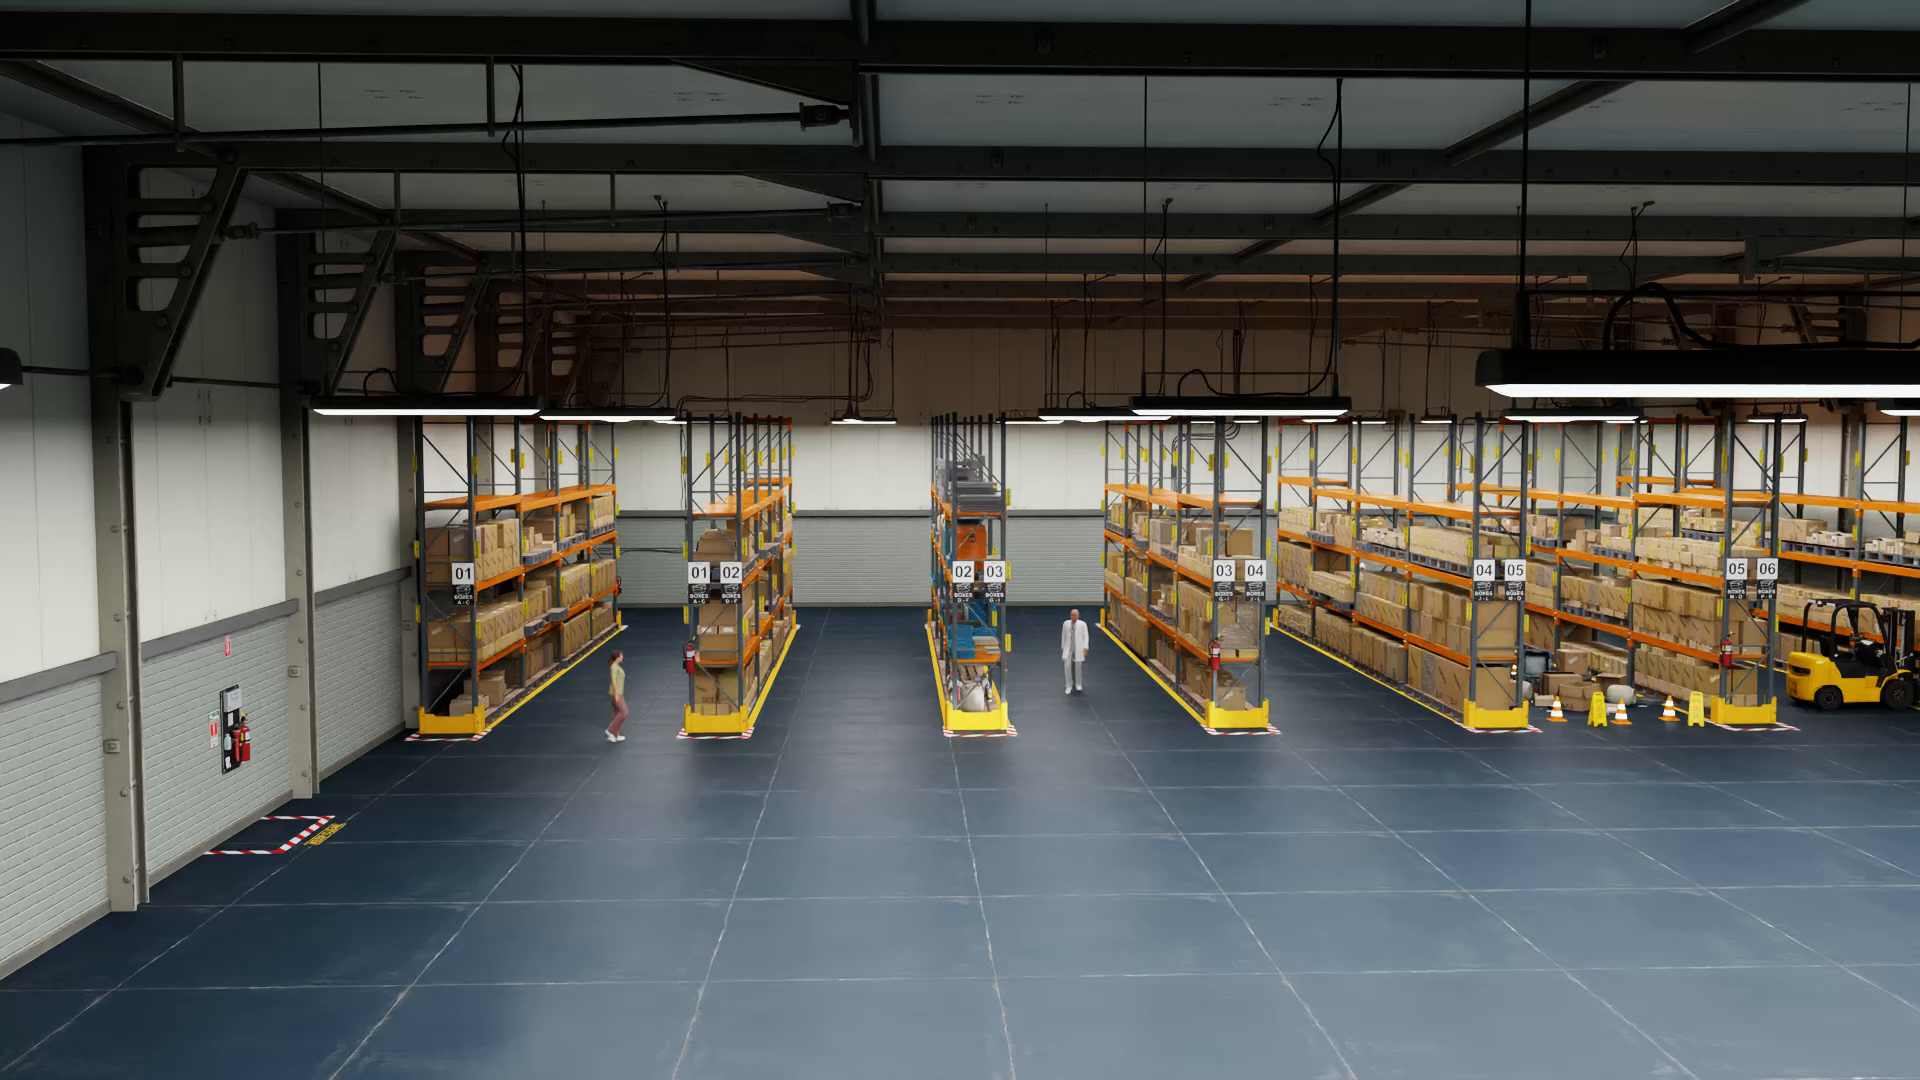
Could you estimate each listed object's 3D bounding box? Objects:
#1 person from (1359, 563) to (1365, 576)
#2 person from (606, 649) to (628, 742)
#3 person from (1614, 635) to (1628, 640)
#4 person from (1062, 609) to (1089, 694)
[{"bbox_3d":[11.800,1.530,48.825,0.999,1.738,0.524,0,4,-2],"label":"person"},{"bbox_3d":[-6.220,2.817,30.192,0.423,1.669,0.467,0,4,-3],"label":"person"},{"bbox_3d":[17.946,1.864,44.649,0.472,1.712,0.537,-2,4,-29],"label":"person"},{"bbox_3d":[2.483,2.413,35.923,0.642,1.848,0.609,1,4,18],"label":"person"}]
